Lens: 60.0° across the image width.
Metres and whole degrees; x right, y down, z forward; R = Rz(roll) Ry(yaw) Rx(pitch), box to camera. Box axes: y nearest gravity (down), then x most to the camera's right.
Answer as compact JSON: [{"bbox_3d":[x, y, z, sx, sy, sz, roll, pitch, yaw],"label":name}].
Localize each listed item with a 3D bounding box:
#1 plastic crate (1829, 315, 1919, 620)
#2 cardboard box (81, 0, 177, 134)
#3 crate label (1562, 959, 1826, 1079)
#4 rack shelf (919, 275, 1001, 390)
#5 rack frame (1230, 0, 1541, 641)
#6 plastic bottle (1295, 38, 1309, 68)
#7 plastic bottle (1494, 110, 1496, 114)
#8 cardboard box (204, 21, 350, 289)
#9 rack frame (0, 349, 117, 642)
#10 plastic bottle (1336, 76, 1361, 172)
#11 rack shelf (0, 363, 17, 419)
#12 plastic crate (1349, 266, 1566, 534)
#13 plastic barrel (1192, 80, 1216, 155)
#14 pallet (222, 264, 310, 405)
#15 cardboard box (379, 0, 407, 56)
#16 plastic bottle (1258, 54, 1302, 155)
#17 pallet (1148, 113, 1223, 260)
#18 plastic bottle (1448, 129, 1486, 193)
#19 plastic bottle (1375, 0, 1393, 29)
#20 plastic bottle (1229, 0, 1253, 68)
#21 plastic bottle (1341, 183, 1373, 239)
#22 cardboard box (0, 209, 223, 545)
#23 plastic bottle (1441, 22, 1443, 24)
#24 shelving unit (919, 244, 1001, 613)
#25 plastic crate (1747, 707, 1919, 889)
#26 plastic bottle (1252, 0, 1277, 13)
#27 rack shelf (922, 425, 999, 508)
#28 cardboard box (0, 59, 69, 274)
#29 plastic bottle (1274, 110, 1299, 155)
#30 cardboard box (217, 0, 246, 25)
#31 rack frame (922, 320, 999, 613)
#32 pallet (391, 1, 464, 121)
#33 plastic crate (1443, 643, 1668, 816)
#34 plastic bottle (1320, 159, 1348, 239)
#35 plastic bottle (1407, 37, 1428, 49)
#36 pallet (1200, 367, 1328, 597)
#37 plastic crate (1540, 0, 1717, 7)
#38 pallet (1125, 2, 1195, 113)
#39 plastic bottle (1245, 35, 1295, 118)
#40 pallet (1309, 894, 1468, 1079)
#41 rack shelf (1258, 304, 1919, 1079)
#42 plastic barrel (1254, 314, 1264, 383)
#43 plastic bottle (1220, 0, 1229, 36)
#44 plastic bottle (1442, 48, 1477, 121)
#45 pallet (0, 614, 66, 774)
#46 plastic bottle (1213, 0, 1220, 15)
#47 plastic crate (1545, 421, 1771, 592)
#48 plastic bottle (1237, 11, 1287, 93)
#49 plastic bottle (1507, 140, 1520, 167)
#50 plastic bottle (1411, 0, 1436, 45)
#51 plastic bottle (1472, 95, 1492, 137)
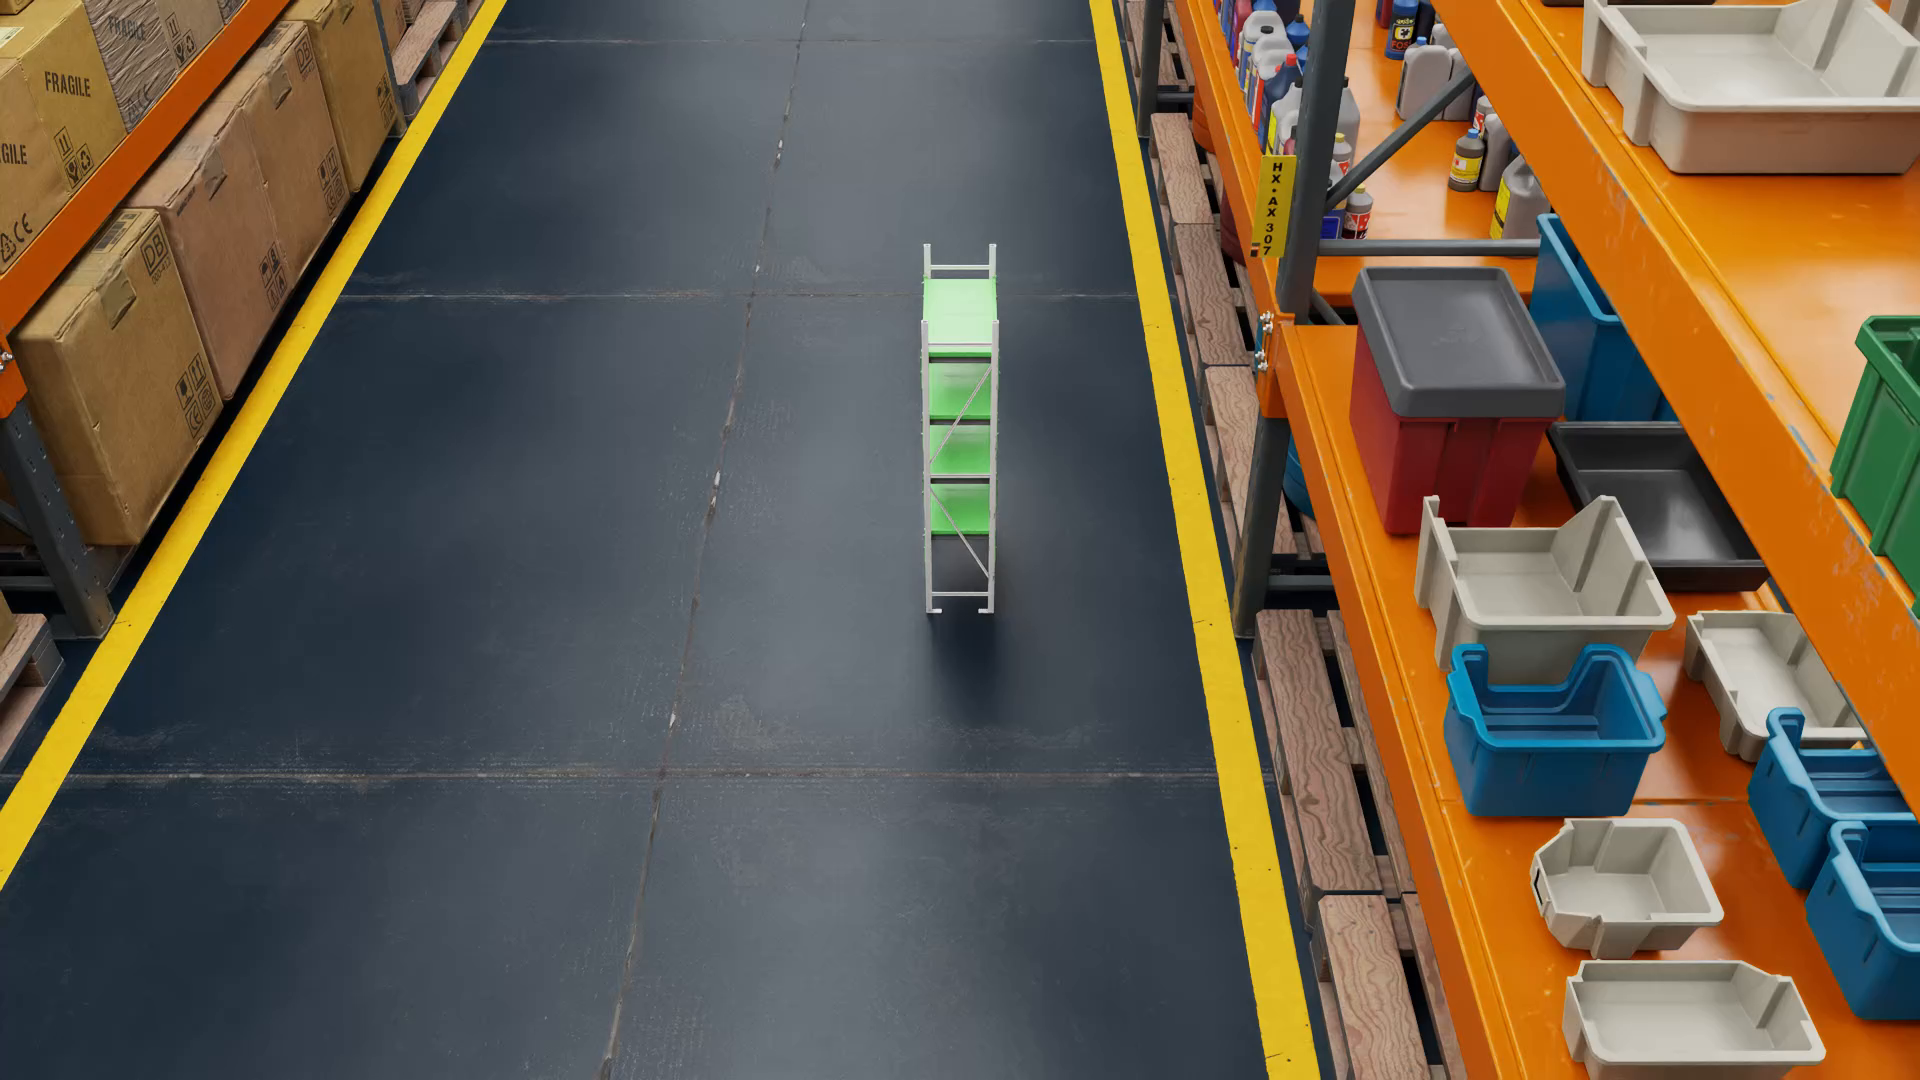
[{"bbox_3d":[1.178,-0.061,1.699,0.450,0.188,0.336,0,39,0],"label":"plastic crate"},{"bbox_3d":[-3.245,-1.809,6.029,0.500,0.500,0.500,-1,39,-1],"label":"cardboard box"},{"bbox_3d":[1.272,0.857,2.944,0.396,0.136,0.243,0,39,0],"label":"crate label"},{"bbox_3d":[0.000,-0.689,5.485,0.258,0.148,0.480,0,39,0],"label":"rack shelf"},{"bbox_3d":[1.460,-0.858,4.922,1.000,3.000,0.127,0,39,0],"label":"rack frame"},{"bbox_3d":[1.260,-1.694,6.068,0.097,0.271,0.097,0,39,0],"label":"plastic bottle"},{"bbox_3d":[1.868,-1.399,5.700,0.097,0.271,0.097,0,39,0],"label":"plastic bottle"},{"bbox_3d":[-3.524,-1.702,7.338,1.225,0.875,0.875,0,39,0],"label":"cardboard box"},{"bbox_3d":[-3.493,-0.855,4.918,1.000,3.000,0.127,0,39,0],"label":"rack frame"},{"bbox_3d":[1.276,-1.414,5.655,0.144,0.351,0.185,0,39,0],"label":"plastic bottle"},{"bbox_3d":[-3.490,0.677,3.582,1.077,0.370,4.000,0,39,0],"label":"rack shelf"},{"bbox_3d":[1.211,-0.348,4.187,0.402,0.464,0.583,0,39,0],"label":"plastic crate"},{"bbox_3d":[1.473,-2.371,8.209,0.600,0.830,0.708,0,39,0],"label":"plastic barrel"},{"bbox_3d":[-3.573,-1.014,7.346,1.003,0.211,1.213,0,39,0],"label":"pallet"},{"bbox_3d":[-3.518,-2.971,9.206,0.700,0.500,0.500,-2,39,-2],"label":"cardboard box"},{"bbox_3d":[1.132,-1.529,5.799,0.144,0.351,0.185,0,39,0],"label":"plastic bottle"},{"bbox_3d":[1.498,-1.779,8.301,1.003,0.211,1.213,0,39,0],"label":"pallet"},{"bbox_3d":[1.716,-1.288,5.617,0.097,0.201,0.097,0,39,0],"label":"plastic bottle"},{"bbox_3d":[1.740,-2.231,6.729,0.061,0.283,0.133,0,39,0],"label":"plastic bottle"},{"bbox_3d":[1.089,-1.977,6.411,0.061,0.283,0.133,0,39,0],"label":"plastic bottle"},{"bbox_3d":[1.261,-1.039,5.306,0.097,0.201,0.097,0,39,0],"label":"plastic bottle"},{"bbox_3d":[-3.513,-0.590,5.950,1.225,0.875,0.875,0,39,0],"label":"cardboard box"},{"bbox_3d":[1.867,-1.894,6.318,0.097,0.271,0.097,0,39,0],"label":"plastic bottle"},{"bbox_3d":[0.000,-0.365,5.746,0.258,1.200,0.503,0,39,0],"label":"shelving unit"},{"bbox_3d":[1.792,0.519,3.289,0.416,0.233,0.300,0,39,0],"label":"plastic crate"},{"bbox_3d":[1.168,-1.983,6.429,0.097,0.271,0.097,0,39,0],"label":"plastic bottle"},{"bbox_3d":[0.000,-0.315,5.786,0.258,0.148,0.480,0,39,0],"label":"rack shelf"},{"bbox_3d":[-3.243,-1.182,5.246,0.500,0.500,0.500,0,39,0],"label":"cardboard box"},{"bbox_3d":[1.136,-1.285,5.554,0.152,0.276,0.135,0,39,0],"label":"plastic bottle"},{"bbox_3d":[-3.250,-2.450,6.829,0.500,0.500,0.500,-1,39,-2],"label":"cardboard box"},{"bbox_3d":[0.000,-0.212,5.555,0.240,1.200,0.015,0,39,0],"label":"rack frame"},{"bbox_3d":[-3.497,-2.757,9.521,1.003,0.211,1.213,0,39,0],"label":"pallet"},{"bbox_3d":[1.206,0.401,3.437,0.416,0.233,0.300,0,39,0],"label":"plastic crate"},{"bbox_3d":[1.137,-1.056,5.268,0.152,0.276,0.135,0,39,0],"label":"plastic bottle"},{"bbox_3d":[1.715,-1.783,6.235,0.097,0.201,0.097,0,39,0],"label":"plastic bottle"},{"bbox_3d":[1.501,-0.253,6.397,1.003,0.211,1.213,0,39,0],"label":"pallet"},{"bbox_3d":[1.188,-1.201,3.056,0.497,0.269,0.590,0,39,0],"label":"plastic crate"},{"bbox_3d":[1.494,-2.756,9.520,1.003,0.211,1.213,0,39,0],"label":"pallet"},{"bbox_3d":[1.135,-1.684,6.052,0.152,0.276,0.135,0,39,0],"label":"plastic bottle"},{"bbox_3d":[1.504,1.454,4.266,1.003,0.211,1.213,0,39,0],"label":"pallet"},{"bbox_3d":[1.463,0.673,3.587,1.077,0.370,4.000,0,39,0],"label":"rack shelf"},{"bbox_3d":[1.476,-0.986,6.424,0.600,0.901,0.708,0,39,0],"label":"plastic barrel"},{"bbox_3d":[1.135,-2.173,6.662,0.152,0.276,0.135,0,39,0],"label":"plastic bottle"},{"bbox_3d":[1.840,-1.679,6.045,0.152,0.276,0.135,0,39,0],"label":"plastic bottle"},{"bbox_3d":[-3.570,0.709,5.197,1.003,0.211,1.213,0,39,0],"label":"pallet"},{"bbox_3d":[1.089,-2.321,6.841,0.061,0.283,0.133,0,39,0],"label":"plastic bottle"},{"bbox_3d":[1.730,-0.075,4.117,0.437,0.125,0.590,0,39,0],"label":"plastic crate"},{"bbox_3d":[1.135,-1.829,6.233,0.152,0.276,0.135,0,39,0],"label":"plastic bottle"},{"bbox_3d":[1.868,-1.254,5.519,0.097,0.271,0.097,0,39,0],"label":"plastic bottle"},{"bbox_3d":[1.843,-2.075,6.479,0.144,0.351,0.185,0,39,0],"label":"plastic bottle"},{"bbox_3d":[1.867,-1.494,5.874,0.097,0.201,0.097,0,39,0],"label":"plastic bottle"}]
